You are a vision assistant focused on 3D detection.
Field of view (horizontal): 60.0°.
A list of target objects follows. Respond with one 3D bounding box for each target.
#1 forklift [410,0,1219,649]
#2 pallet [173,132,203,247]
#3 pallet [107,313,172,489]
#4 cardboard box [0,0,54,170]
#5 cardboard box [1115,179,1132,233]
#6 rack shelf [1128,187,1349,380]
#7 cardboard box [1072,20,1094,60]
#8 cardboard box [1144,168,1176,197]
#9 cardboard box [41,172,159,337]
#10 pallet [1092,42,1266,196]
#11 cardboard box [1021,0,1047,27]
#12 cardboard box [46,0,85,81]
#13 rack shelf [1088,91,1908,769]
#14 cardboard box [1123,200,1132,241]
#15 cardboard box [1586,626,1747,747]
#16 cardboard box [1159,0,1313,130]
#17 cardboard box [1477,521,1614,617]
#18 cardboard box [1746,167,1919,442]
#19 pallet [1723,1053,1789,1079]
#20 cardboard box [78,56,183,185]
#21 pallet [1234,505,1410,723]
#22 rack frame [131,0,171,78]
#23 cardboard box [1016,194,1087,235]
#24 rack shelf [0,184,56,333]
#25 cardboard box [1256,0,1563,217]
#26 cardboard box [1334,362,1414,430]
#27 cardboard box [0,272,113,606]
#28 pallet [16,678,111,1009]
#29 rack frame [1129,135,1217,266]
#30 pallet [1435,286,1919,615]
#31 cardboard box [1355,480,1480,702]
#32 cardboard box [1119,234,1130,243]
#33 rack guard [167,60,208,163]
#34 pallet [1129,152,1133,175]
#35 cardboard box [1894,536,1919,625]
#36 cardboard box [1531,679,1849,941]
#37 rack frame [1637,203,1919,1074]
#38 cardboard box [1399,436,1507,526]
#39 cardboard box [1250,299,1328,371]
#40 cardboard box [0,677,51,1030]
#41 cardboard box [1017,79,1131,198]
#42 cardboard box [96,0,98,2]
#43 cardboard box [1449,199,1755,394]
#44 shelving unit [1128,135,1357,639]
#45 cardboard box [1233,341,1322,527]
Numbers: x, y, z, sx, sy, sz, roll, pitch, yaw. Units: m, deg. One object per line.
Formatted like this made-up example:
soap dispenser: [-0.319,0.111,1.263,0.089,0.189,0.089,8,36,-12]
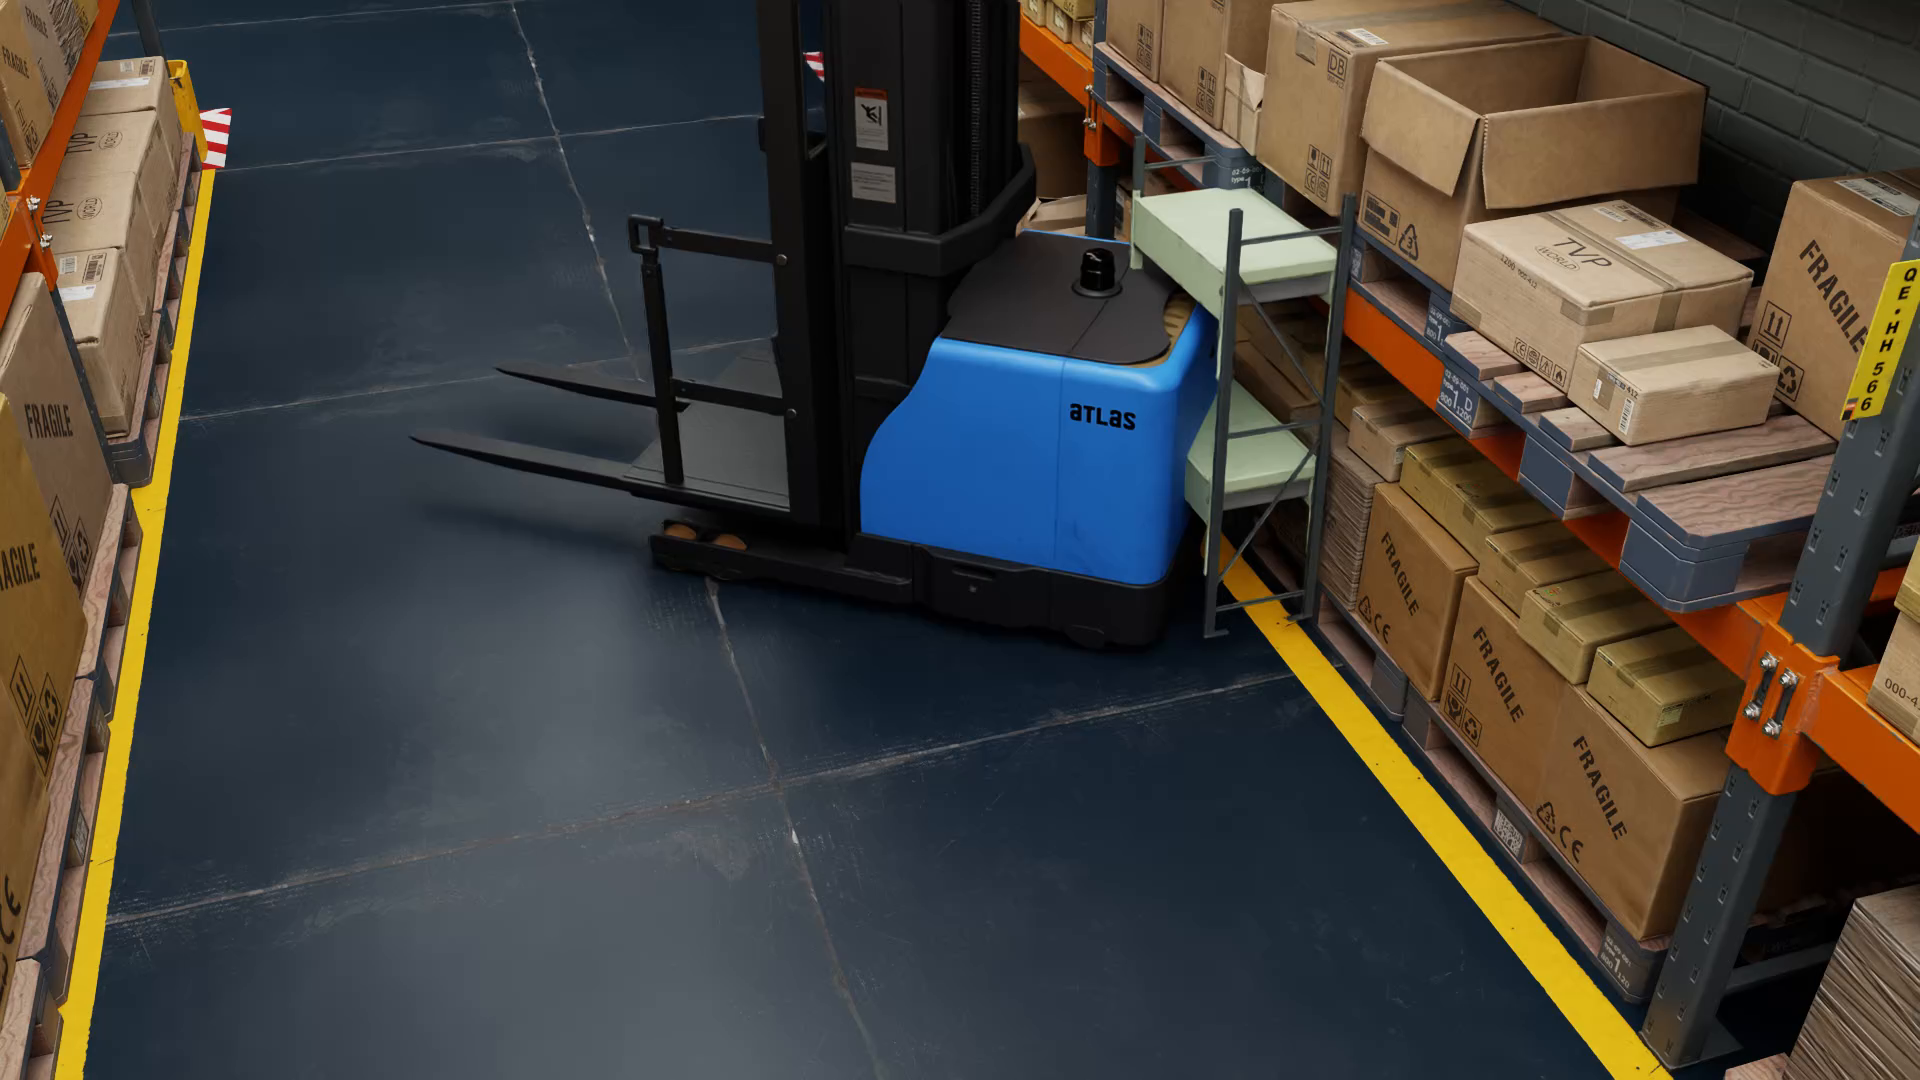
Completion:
forklift: [-0.600,-1.338,5.616,3.031,2.935,1.130,11,35,16]
pallet: [-4.598,-1.812,8.801,1.003,0.211,1.213,-10,35,-15]
pallet: [-3.853,-0.531,6.862,1.003,0.211,1.213,-10,35,-15]
cardboard box: [-3.590,-1.614,5.881,0.500,0.500,0.500,-9,34,-13]
cardboard box: [1.054,-1.559,7.946,0.500,0.311,0.500,-9,34,-13]
rack shelf: [0.877,-0.861,5.356,0.431,0.370,0.720,-10,32,-14]
cardboard box: [0.692,-2.139,6.994,0.380,0.149,0.250,-10,35,-14]
cardboard box: [0.944,-1.423,6.711,0.380,0.149,0.250,-11,35,-16]
cardboard box: [-4.059,-1.206,7.297,0.875,0.438,0.875,-11,35,-16]
pallet: [1.170,-1.601,6.126,1.003,0.211,1.213,-10,35,-15]
cardboard box: [0.490,-2.404,7.396,0.380,0.149,0.250,-9,35,-13]
cardboard box: [-3.885,-2.141,6.679,0.500,0.500,0.500,-10,35,-14]
rack shelf: [1.640,-0.769,5.345,1.077,0.370,4.000,-10,35,-15]
cardboard box: [0.886,-1.289,6.777,0.380,0.149,0.250,-8,34,-12]
cardboard box: [1.858,0.362,4.280,0.380,0.149,0.250,-12,35,-17]
cardboard box: [1.123,-1.772,5.739,0.700,0.500,0.500,-10,35,-14]
cardboard box: [1.707,0.078,4.709,0.380,0.149,0.250,-11,35,-16]
cardboard box: [2.242,-0.532,3.863,0.500,0.500,0.500,-8,34,-12]
pallet: [2.464,1.584,3.662,1.003,0.211,1.213,-10,35,-15]
cardboard box: [-4.620,-2.159,8.739,0.875,0.438,0.875,-11,35,-16]
pallet: [1.690,0.107,5.897,1.003,0.211,1.213,-10,35,-15]
rack frame: [-4.916,-3.382,8.648,1.000,3.000,0.127,-10,35,-15]
cardboard box: [0.471,-1.584,8.025,0.396,0.266,0.258,-9,34,-13]
rack shelf: [-3.086,0.068,4.079,1.077,0.370,4.000,-10,35,-15]
cardboard box: [1.362,-1.360,5.116,0.700,0.500,0.500,-10,35,-15]
cardboard box: [1.454,-0.477,5.549,0.380,0.149,0.250,-10,35,-15]
cardboard box: [-3.431,-0.259,5.467,0.875,0.875,0.875,-9,34,-13]
pallet: [-3.013,0.915,4.673,1.003,0.211,1.213,-10,35,-15]
rack frame: [0.778,-0.706,5.859,0.400,1.500,0.023,-10,32,-14]
pallet: [1.977,-0.283,4.131,1.213,0.211,1.003,-10,35,-15]
cardboard box: [1.612,0.124,5.227,0.500,0.500,0.500,-9,34,-13]
cardboard box: [0.963,-0.959,6.867,0.500,0.500,0.500,-9,34,-13]
rack guard: [-4.923,-2.352,9.356,1.175,0.500,0.348,-10,35,-15]
pallet: [0.446,-1.958,9.021,1.003,0.211,1.213,-10,35,-15]
cardboard box: [2.129,0.114,3.040,0.500,0.250,0.500,-10,35,-15]
cardboard box: [1.916,0.663,4.412,0.500,0.500,0.500,-9,35,-13]
rack frame: [2.250,-0.019,3.557,1.000,3.000,0.127,-10,35,-15]
cardboard box: [1.593,-0.199,5.129,0.380,0.149,0.250,-11,35,-15]
cardboard box: [1.271,-0.744,5.953,0.380,0.149,0.250,-10,35,-15]
cardboard box: [-2.876,0.684,4.041,0.875,0.875,0.875,-10,35,-14]
cardboard box: [0.447,-2.014,8.463,0.700,0.500,0.500,-11,35,-17]
cardboard box: [-4.212,-2.681,7.495,0.500,0.500,0.500,-9,35,-13]
cardboard box: [1.620,-0.631,4.239,0.500,0.250,0.500,-12,35,-17]
shelving unit: [0.886,-0.527,5.558,0.431,1.500,0.755,-10,32,-14]
cardboard box: [1.283,-0.419,6.049,0.500,0.500,0.500,-11,35,-16]
